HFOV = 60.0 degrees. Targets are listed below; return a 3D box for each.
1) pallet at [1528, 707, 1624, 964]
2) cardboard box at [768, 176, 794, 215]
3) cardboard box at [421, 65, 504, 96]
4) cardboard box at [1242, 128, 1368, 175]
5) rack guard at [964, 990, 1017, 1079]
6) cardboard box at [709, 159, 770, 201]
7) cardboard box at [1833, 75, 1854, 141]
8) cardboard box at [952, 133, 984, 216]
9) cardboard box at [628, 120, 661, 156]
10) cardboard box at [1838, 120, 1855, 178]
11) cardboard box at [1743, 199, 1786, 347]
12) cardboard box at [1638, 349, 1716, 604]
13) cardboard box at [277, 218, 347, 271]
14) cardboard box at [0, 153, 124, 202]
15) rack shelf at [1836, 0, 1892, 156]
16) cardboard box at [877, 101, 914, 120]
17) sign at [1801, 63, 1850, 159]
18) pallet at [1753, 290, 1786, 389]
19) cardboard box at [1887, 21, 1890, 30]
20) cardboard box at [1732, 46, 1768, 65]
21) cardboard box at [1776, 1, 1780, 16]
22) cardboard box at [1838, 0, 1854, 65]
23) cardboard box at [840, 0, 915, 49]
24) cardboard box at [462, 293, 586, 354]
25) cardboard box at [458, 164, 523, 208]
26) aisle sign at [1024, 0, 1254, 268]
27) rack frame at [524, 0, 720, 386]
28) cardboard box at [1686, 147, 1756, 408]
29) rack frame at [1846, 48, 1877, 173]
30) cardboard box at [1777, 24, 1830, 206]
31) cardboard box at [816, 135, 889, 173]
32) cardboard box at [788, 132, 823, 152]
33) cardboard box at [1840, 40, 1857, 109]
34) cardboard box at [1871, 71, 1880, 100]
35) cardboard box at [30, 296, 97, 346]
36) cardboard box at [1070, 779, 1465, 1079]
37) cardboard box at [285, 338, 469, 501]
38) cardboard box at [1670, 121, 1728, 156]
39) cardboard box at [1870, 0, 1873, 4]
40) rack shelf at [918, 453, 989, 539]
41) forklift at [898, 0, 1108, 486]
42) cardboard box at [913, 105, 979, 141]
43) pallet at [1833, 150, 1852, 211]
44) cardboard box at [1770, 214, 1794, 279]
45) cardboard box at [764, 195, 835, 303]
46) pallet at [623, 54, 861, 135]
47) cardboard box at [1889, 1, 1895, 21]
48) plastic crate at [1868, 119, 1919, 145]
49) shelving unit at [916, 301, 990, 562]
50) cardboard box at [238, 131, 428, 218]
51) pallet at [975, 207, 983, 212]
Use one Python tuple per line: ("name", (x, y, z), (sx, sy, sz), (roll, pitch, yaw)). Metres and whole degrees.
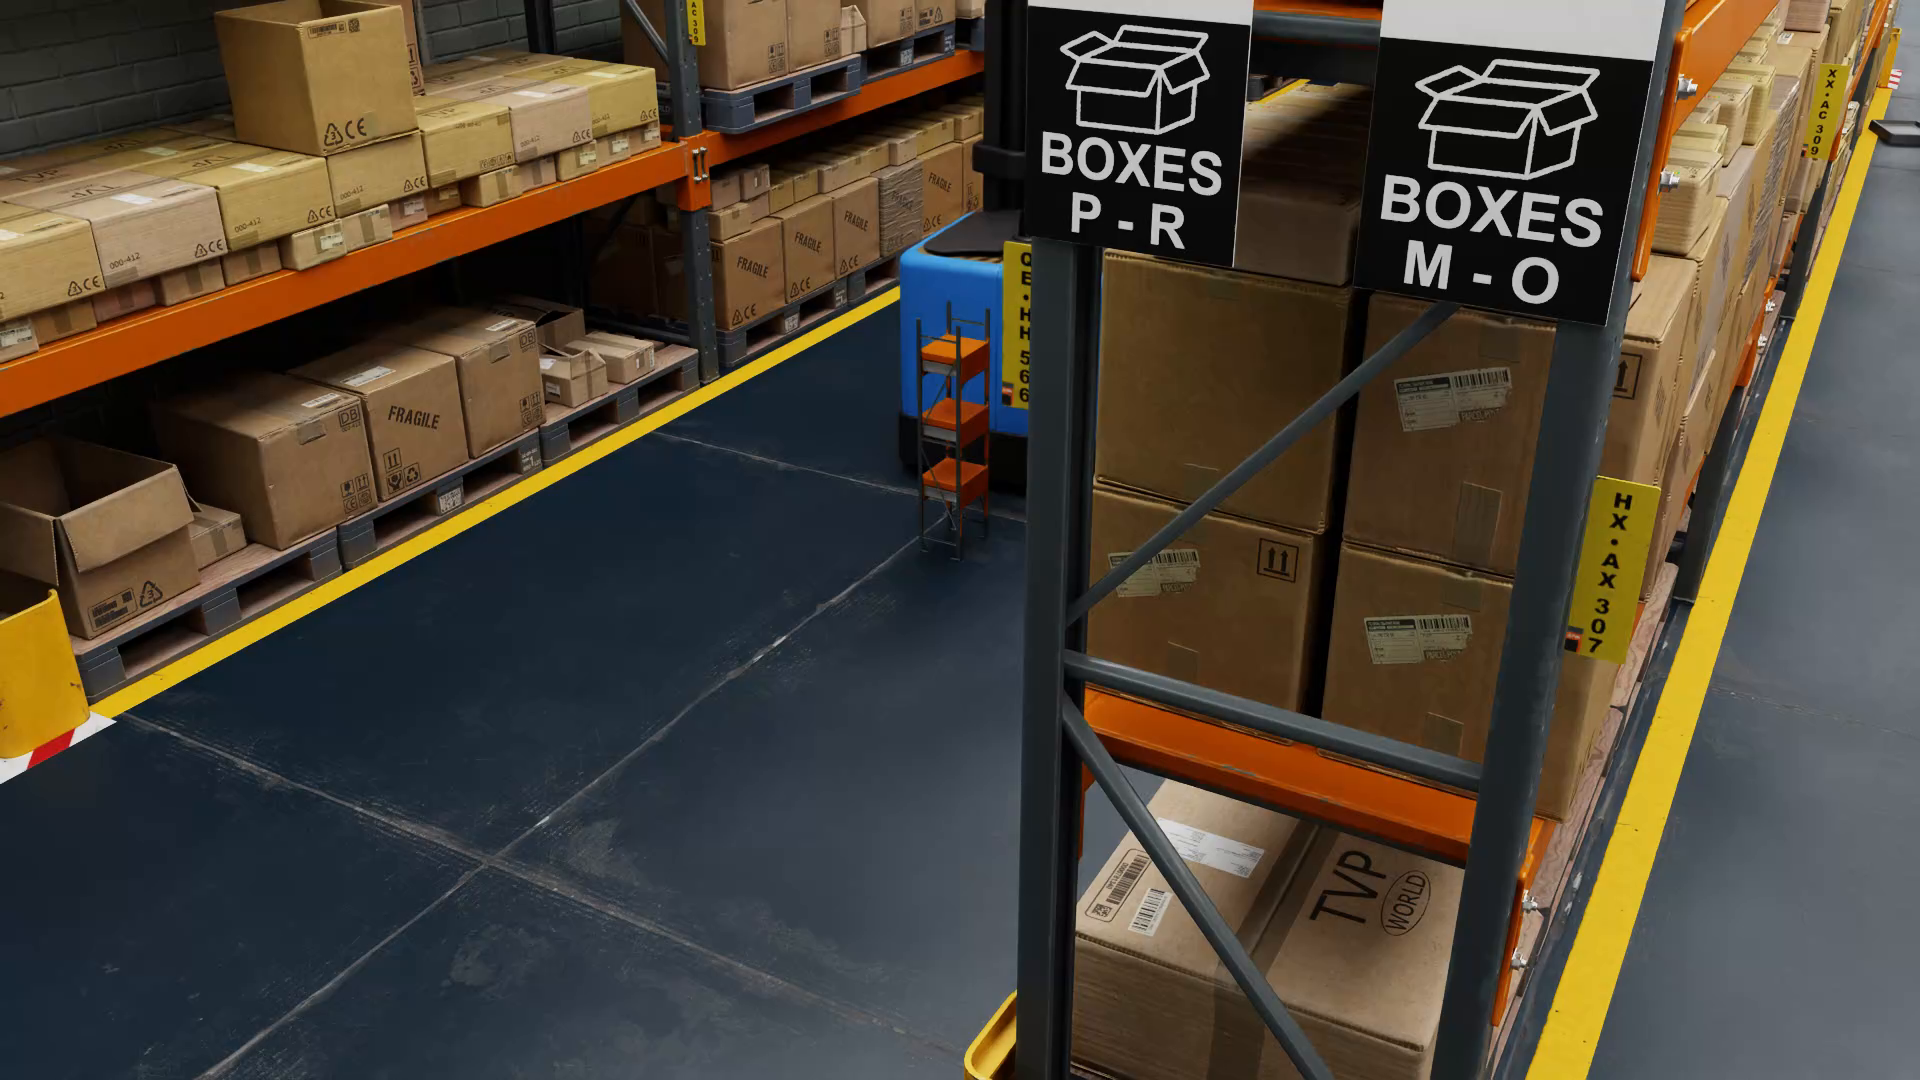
("pallet", (1.518, 0.795, 5.426), (1.003, 0.211, 1.213), (14, 30, 26))
("cardboard box", (-1.171, -1.969, 9.431), (0.380, 0.149, 0.250), (13, 29, 23))
("cardboard box", (-2.484, -2.035, 7.800), (0.500, 0.250, 0.500), (14, 30, 26))
("cardboard box", (0.698, -0.720, 3.383), (0.380, 0.149, 0.250), (15, 30, 27))
("rack guard", (0.580, 1.478, 3.740), (1.175, 0.500, 0.348), (14, 30, 26))
("cardboard box", (-1.270, -1.986, 9.133), (0.380, 0.149, 0.250), (13, 29, 24))
("cardboard box", (4.266, -2.243, 8.548), (0.500, 0.250, 0.500), (15, 30, 27))
("cardboard box", (-0.073, -2.524, 11.264), (0.500, 0.500, 0.500), (14, 30, 25))
("cardboard box", (-1.701, -2.008, 8.190), (0.380, 0.149, 0.250), (15, 30, 27))
("cardboard box", (5.888, -2.853, 12.065), (0.950, 0.372, 0.625), (16, 31, 29))
("cardboard box", (2.553, -1.016, 5.817), (0.500, 0.500, 0.500), (14, 30, 27))
("cardboard box", (1.568, -0.216, 4.218), (0.500, 0.500, 0.500), (14, 30, 26))
("cardboard box", (-2.654, -1.187, 6.552), (0.380, 0.149, 0.250), (13, 30, 25))
("cardboard box", (-3.482, -1.245, 6.222), (0.500, 0.250, 0.500), (14, 30, 26))
("rack shelf", (5.511, -3.225, 11.145), (1.077, 0.370, 4.000), (14, 30, 26))
("cardboard box", (-0.531, -2.872, 11.235), (0.380, 0.149, 0.250), (15, 30, 27))
("sign", (3.043, -1.509, 5.858), (0.100, 0.325, 0.005), (14, 30, 26))
("pallet", (4.073, -1.230, 9.471), (1.003, 0.211, 1.213), (14, 30, 26))
("cardboard box", (7.273, -4.001, 13.657), (0.500, 0.500, 0.500), (16, 31, 28))
("cardboard box", (1.893, -1.217, 4.376), (0.380, 0.149, 0.250), (14, 30, 26))
("cardboard box", (2.329, -1.626, 5.194), (0.380, 0.149, 0.250), (14, 30, 26))
("cardboard box", (3.501, -2.208, 7.080), (0.500, 0.500, 0.500), (13, 30, 25))
("cardboard box", (-0.691, -3.179, 9.669), (0.700, 0.500, 0.500), (14, 30, 26))
("cardboard box", (-2.295, -1.080, 8.591), (0.500, 0.311, 0.500), (15, 30, 28))
("cardboard box", (-2.171, -1.593, 7.362), (0.380, 0.149, 0.250), (14, 30, 25))
("aisle sign", (0.286, -0.852, 2.697), (0.394, 0.787, 0.004), (14, 30, 26))
("rack frame", (-1.764, -2.300, 8.493), (1.000, 3.000, 0.127), (14, 30, 26))
("cardboard box", (1.570, -0.671, 4.010), (0.500, 0.500, 0.500), (14, 30, 26))
("rack frame", (6.495, -4.326, 12.541), (1.000, 3.000, 0.127), (14, 30, 26))
("cardboard box", (2.567, -1.455, 5.578), (0.500, 0.500, 0.500), (14, 30, 26))
("cardboard box", (-0.661, -2.375, 10.243), (0.380, 0.149, 0.250), (14, 30, 26))
("cardboard box", (-1.084, -2.473, 10.437), (0.380, 0.149, 0.250), (13, 29, 24))
("cardboard box", (4.027, -2.274, 8.051), (0.500, 0.250, 0.500), (13, 30, 25))
("cardboard box", (7.785, -4.064, 14.619), (0.500, 0.250, 0.500), (13, 29, 24))
("cardboard box", (-3.247, -0.806, 5.789), (0.380, 0.149, 0.250), (15, 30, 27))
("cardboard box", (0.829, 1.029, 4.236), (0.875, 0.438, 0.875), (13, 29, 24))
("cardboard box", (-2.547, -0.537, 7.295), (0.500, 0.500, 0.500), (15, 30, 27))
("cardboard box", (1.415, -0.809, 3.562), (0.380, 0.149, 0.250), (13, 29, 24))
("cardboard box", (5.200, -3.462, 9.901), (0.500, 0.500, 0.500), (16, 31, 29))
("rack shelf", (-0.026, -0.191, 7.102), (0.215, 0.259, 0.240), (14, 30, 26))
("forklift", (0.778, -2.140, 8.252), (1.130, 2.935, 3.031), (11, 29, 21))
("cardboard box", (-0.094, -2.765, 11.020), (0.380, 0.149, 0.250), (13, 29, 24))
("pallet", (6.113, -2.775, 12.559), (1.003, 0.211, 1.213), (14, 30, 26))
("cardboard box", (3.005, -1.255, 6.573), (0.500, 0.250, 0.500), (13, 30, 25))
("cardboard box", (-1.077, -1.719, 9.655), (0.500, 0.500, 0.500), (14, 30, 25))
("pallet", (-1.276, -2.501, 9.111), (1.003, 0.211, 1.213), (14, 30, 26))
("cardboard box", (7.385, -4.316, 13.562), (0.380, 0.149, 0.250), (15, 30, 28))
("plastic crate", (7.981, -3.452, 14.056), (0.402, 0.080, 0.583), (4, 27, 8))
("shelving unit", (-0.026, -0.449, 6.973), (0.215, 1.050, 0.252), (14, 30, 26))
("cardboard box", (-2.547, -1.523, 6.777), (0.500, 0.250, 0.500), (13, 30, 25))
("pallet", (-0.197, -2.329, 11.667), (1.003, 0.211, 1.213), (14, 30, 26))
